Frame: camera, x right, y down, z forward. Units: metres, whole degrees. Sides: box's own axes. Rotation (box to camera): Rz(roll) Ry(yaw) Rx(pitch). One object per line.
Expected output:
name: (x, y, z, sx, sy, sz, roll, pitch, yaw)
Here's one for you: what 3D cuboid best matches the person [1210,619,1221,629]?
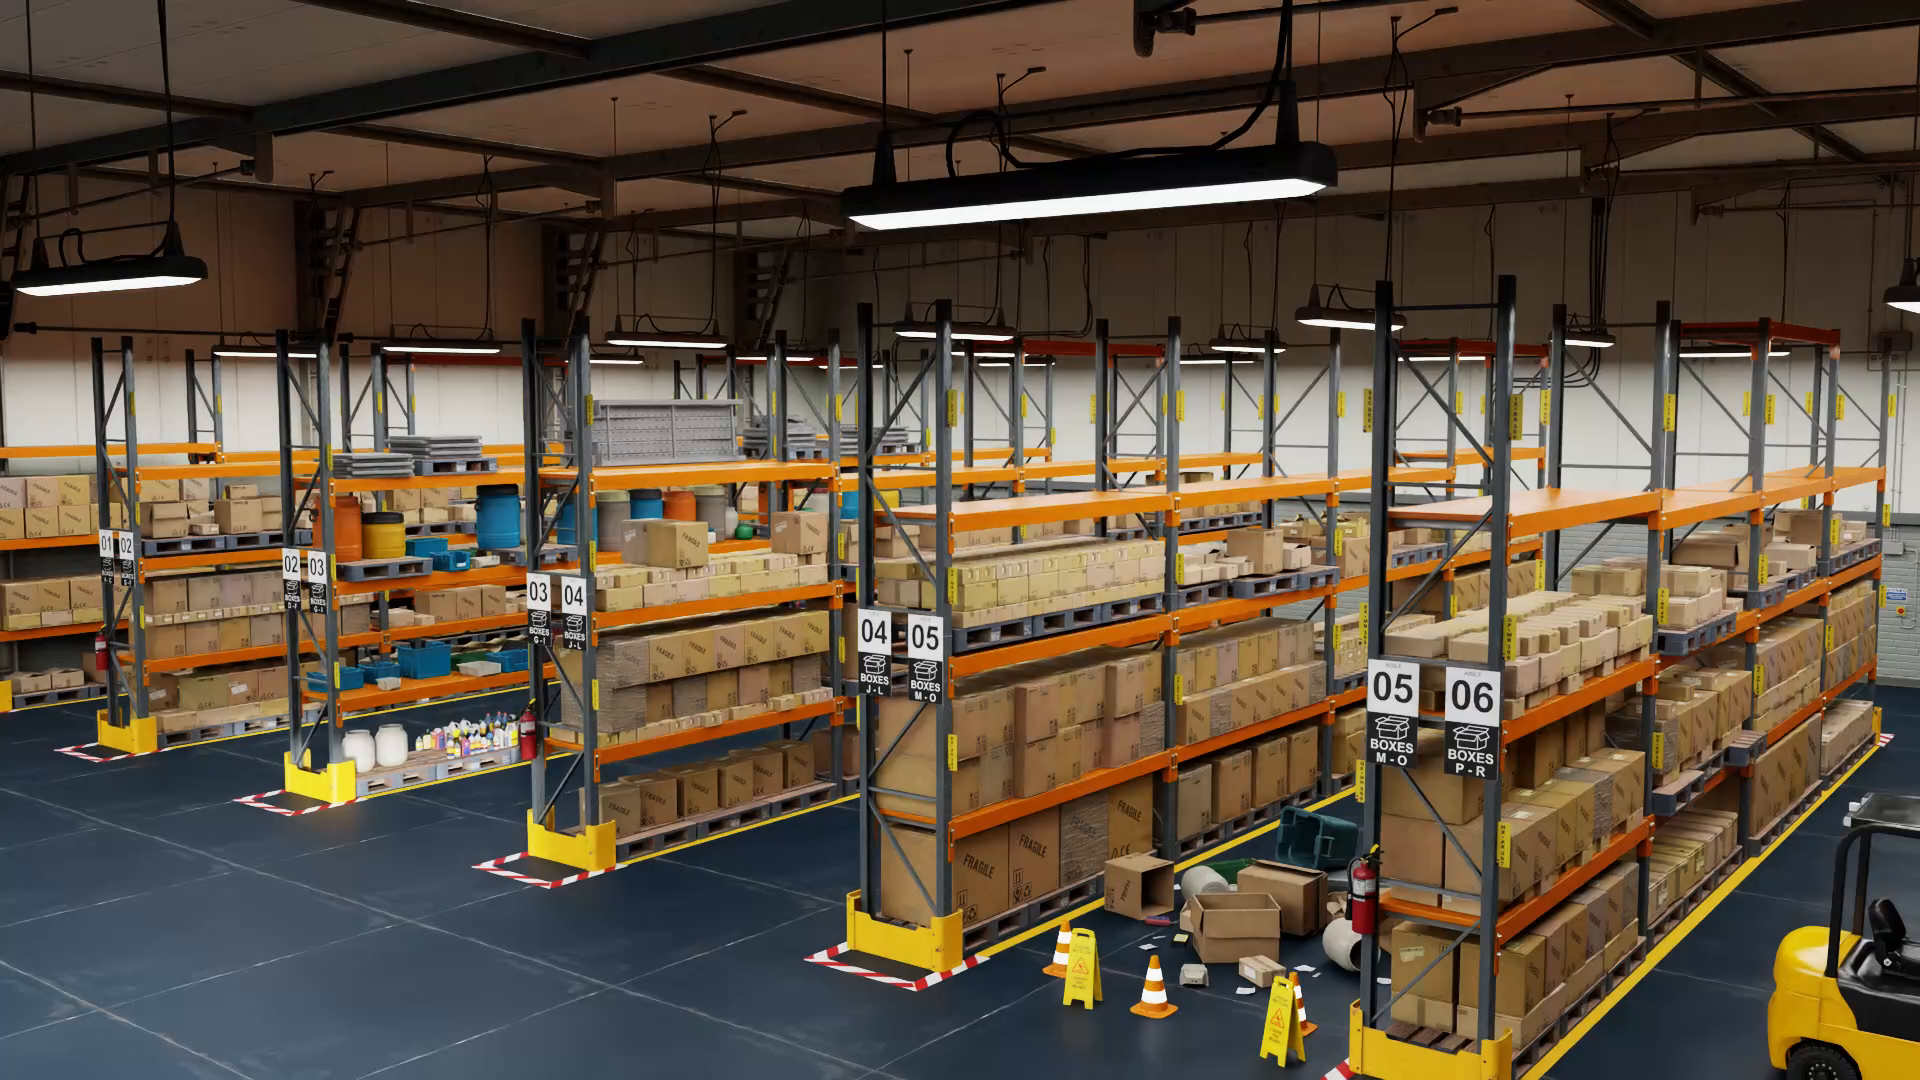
person: (4.128, 2.015, 26.870, 0.505, 1.586, 1.043, 4, 6, 37)
